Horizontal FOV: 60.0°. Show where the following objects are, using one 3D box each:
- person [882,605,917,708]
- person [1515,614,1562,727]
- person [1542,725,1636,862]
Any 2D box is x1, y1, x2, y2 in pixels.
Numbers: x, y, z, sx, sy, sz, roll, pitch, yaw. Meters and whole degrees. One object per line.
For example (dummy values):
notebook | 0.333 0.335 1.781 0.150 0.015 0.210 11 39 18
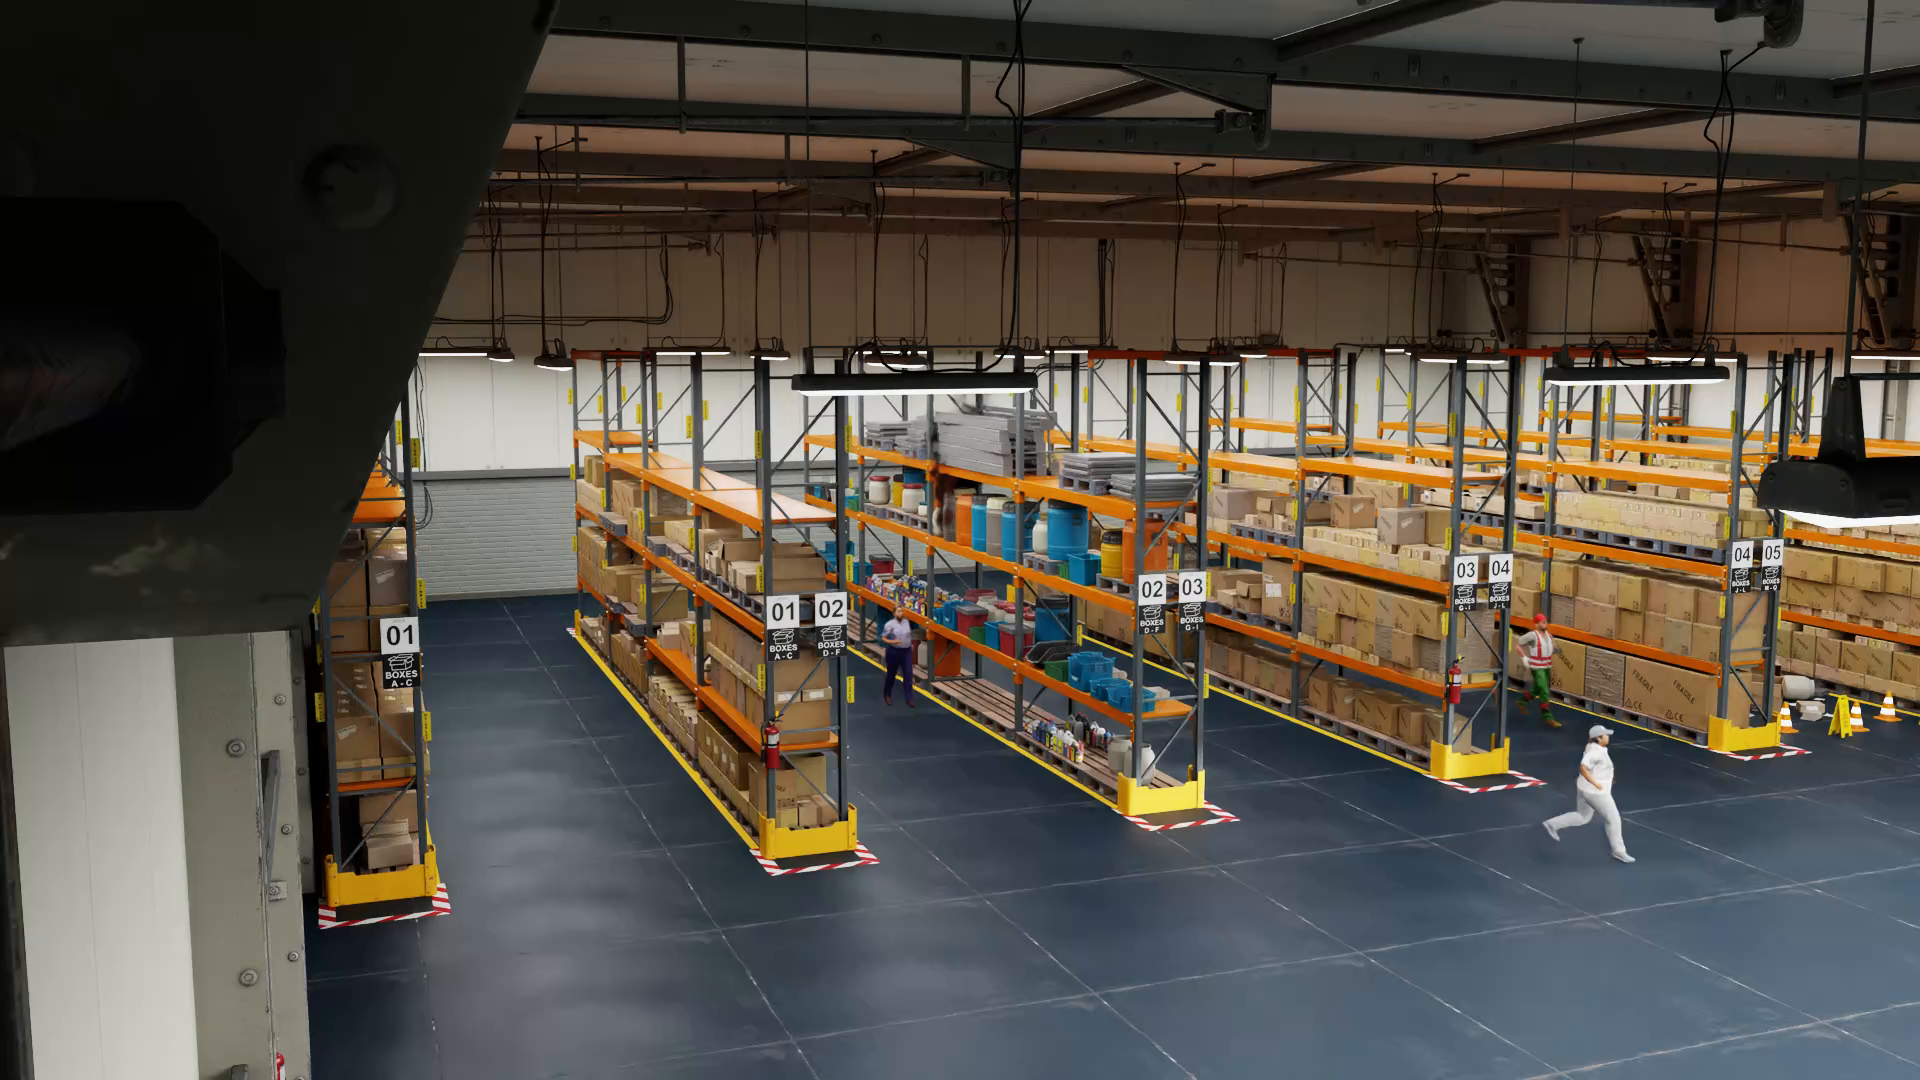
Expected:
person | -0.969 1.890 26.864 0.610 1.696 0.887 -4 8 -29
person | 9.393 2.070 26.939 0.659 1.772 1.004 -5 8 -33
person | 7.620 3.048 20.076 1.074 1.672 0.578 1 7 4
